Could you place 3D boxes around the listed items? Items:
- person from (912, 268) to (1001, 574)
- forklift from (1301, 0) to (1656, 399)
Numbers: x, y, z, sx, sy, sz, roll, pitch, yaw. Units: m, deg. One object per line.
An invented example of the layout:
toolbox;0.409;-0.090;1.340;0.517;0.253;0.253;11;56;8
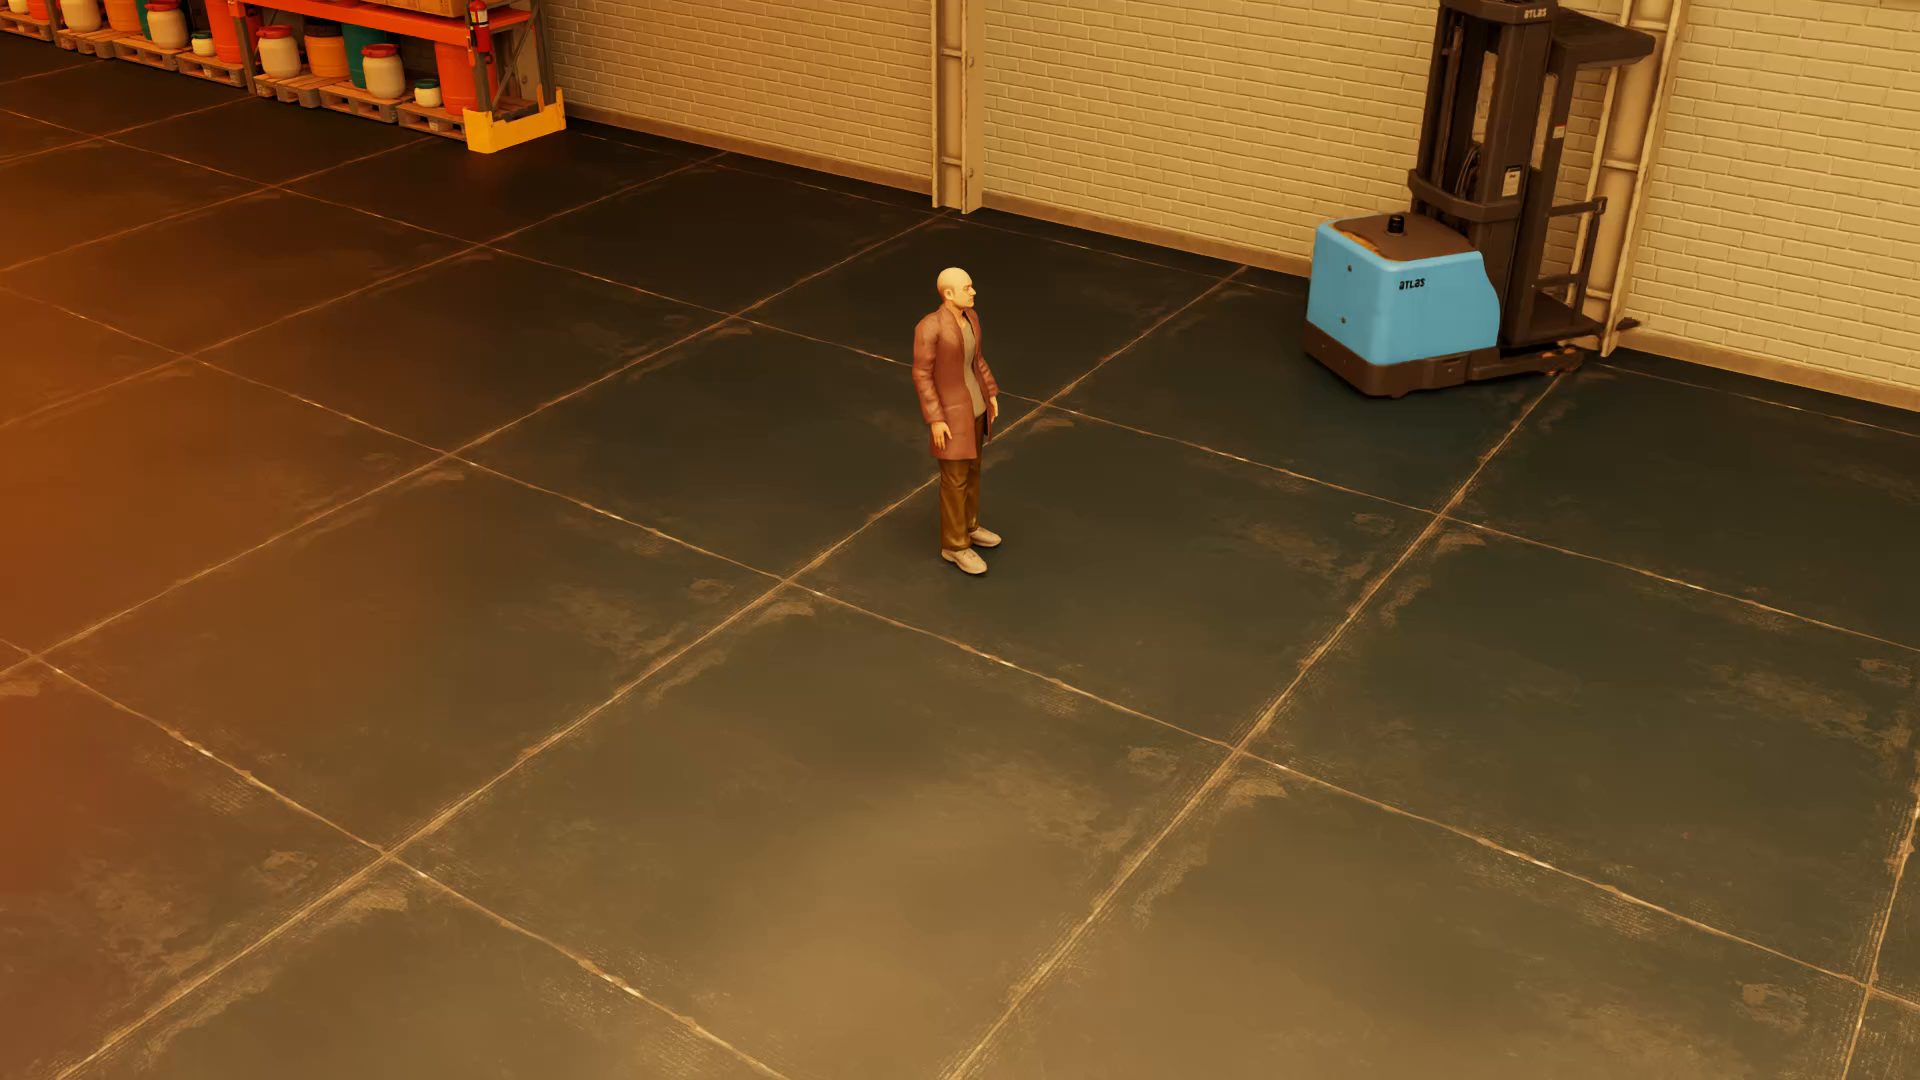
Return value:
person;0.072;-0.747;10.003;0.582;1.775;0.696;19;35;29
forklift;4.224;-2.762;12.337;3.031;2.935;1.130;-11;32;-18
